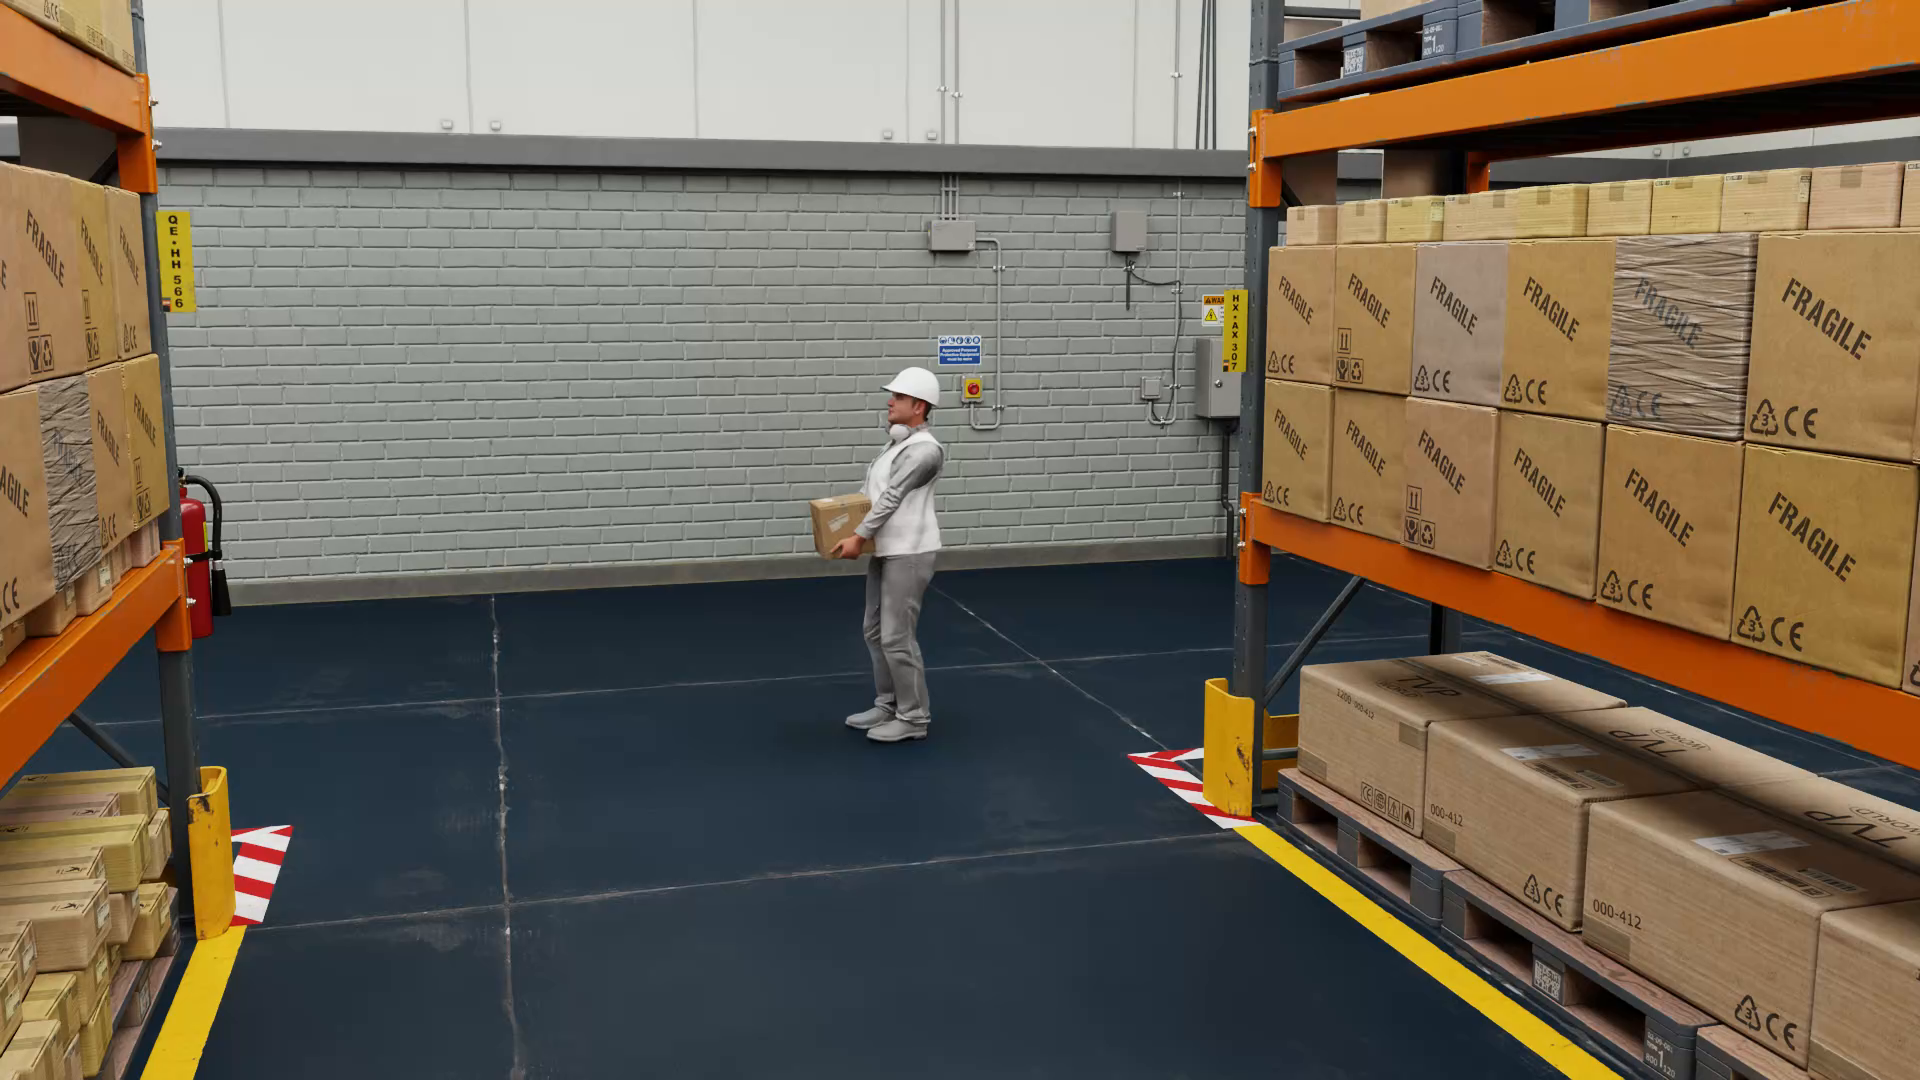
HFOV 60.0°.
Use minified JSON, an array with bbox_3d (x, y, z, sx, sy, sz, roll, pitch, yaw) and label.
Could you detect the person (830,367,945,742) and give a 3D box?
[{"bbox_3d":[-0.366,0.066,7.911,0.554,1.762,0.494,-3,10,-15],"label":"person"}]
